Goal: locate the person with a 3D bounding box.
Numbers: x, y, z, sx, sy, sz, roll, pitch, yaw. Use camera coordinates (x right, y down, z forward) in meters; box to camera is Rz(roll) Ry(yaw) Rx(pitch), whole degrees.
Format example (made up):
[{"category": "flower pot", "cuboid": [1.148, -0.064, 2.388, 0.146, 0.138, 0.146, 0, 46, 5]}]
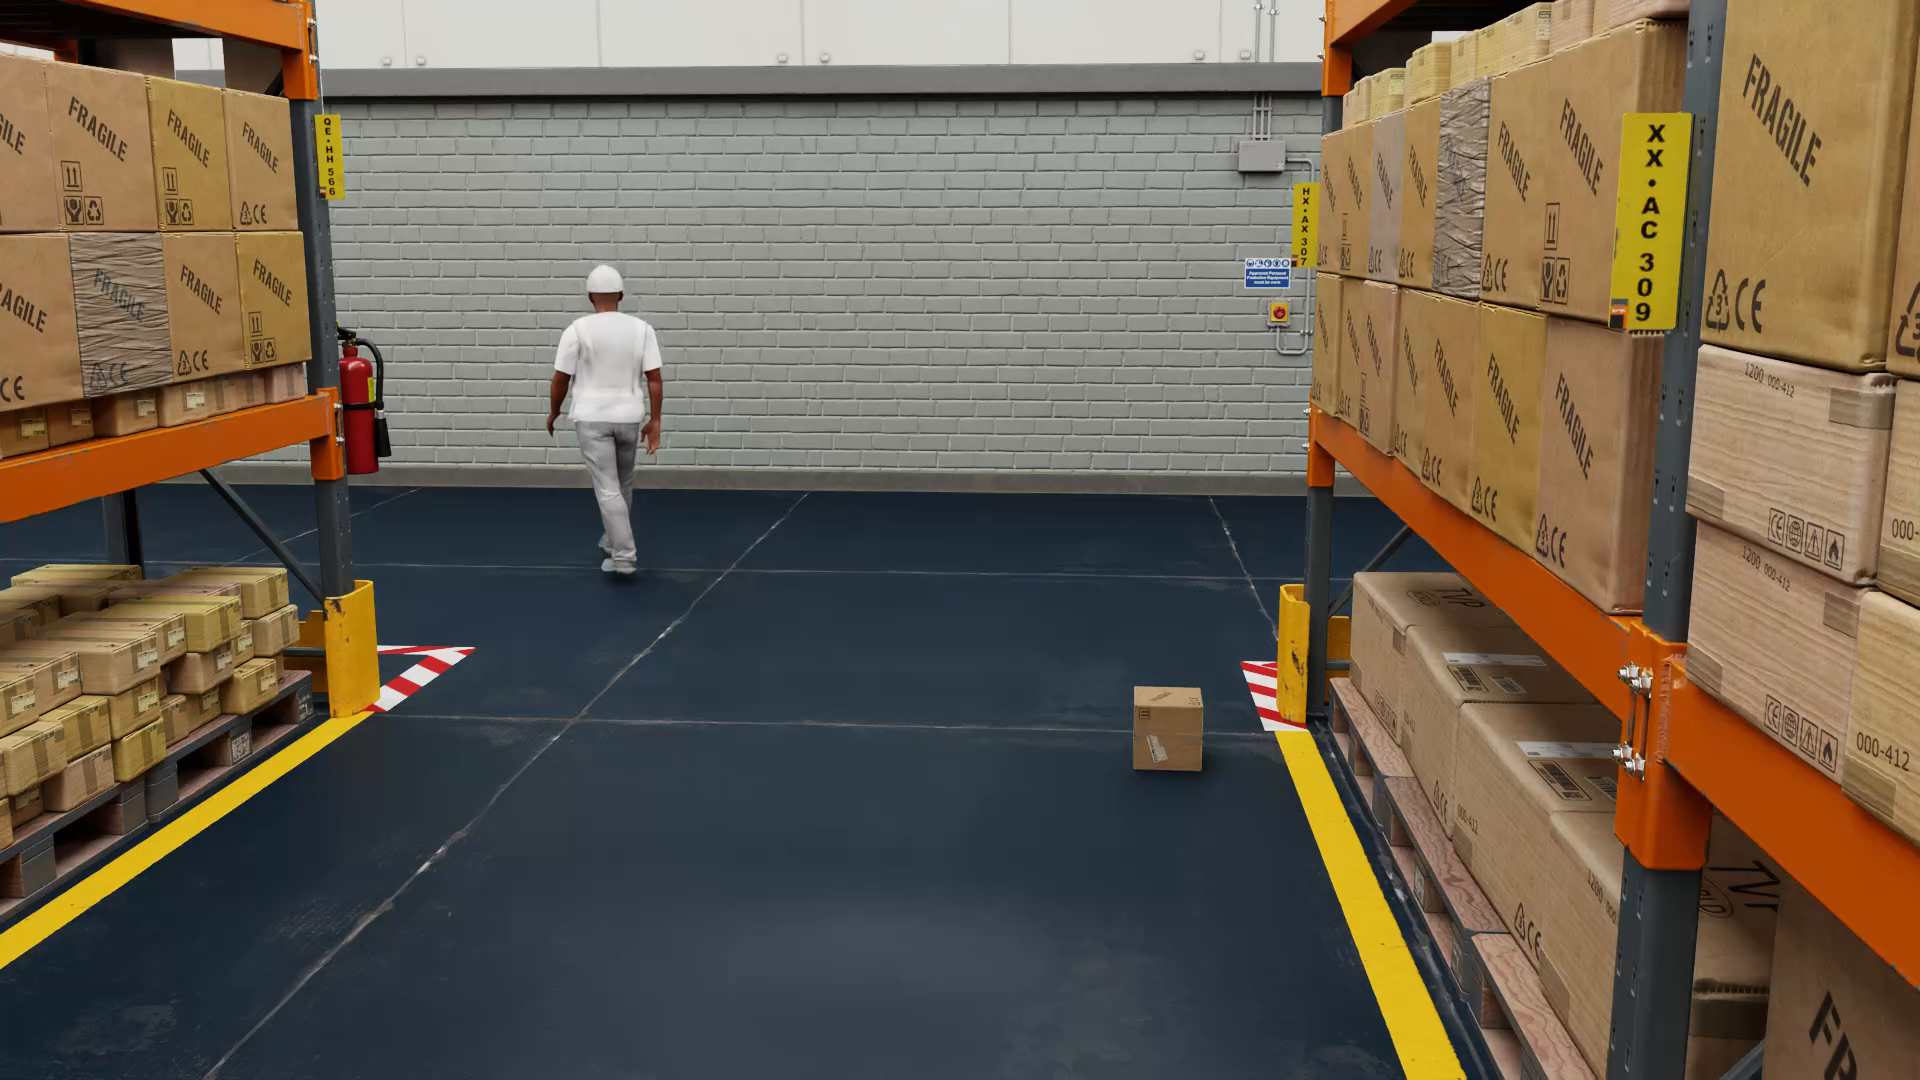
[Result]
[{"category": "person", "cuboid": [-2.056, -0.713, 9.538, 0.589, 1.712, 0.990, -6, 12, -29]}]
